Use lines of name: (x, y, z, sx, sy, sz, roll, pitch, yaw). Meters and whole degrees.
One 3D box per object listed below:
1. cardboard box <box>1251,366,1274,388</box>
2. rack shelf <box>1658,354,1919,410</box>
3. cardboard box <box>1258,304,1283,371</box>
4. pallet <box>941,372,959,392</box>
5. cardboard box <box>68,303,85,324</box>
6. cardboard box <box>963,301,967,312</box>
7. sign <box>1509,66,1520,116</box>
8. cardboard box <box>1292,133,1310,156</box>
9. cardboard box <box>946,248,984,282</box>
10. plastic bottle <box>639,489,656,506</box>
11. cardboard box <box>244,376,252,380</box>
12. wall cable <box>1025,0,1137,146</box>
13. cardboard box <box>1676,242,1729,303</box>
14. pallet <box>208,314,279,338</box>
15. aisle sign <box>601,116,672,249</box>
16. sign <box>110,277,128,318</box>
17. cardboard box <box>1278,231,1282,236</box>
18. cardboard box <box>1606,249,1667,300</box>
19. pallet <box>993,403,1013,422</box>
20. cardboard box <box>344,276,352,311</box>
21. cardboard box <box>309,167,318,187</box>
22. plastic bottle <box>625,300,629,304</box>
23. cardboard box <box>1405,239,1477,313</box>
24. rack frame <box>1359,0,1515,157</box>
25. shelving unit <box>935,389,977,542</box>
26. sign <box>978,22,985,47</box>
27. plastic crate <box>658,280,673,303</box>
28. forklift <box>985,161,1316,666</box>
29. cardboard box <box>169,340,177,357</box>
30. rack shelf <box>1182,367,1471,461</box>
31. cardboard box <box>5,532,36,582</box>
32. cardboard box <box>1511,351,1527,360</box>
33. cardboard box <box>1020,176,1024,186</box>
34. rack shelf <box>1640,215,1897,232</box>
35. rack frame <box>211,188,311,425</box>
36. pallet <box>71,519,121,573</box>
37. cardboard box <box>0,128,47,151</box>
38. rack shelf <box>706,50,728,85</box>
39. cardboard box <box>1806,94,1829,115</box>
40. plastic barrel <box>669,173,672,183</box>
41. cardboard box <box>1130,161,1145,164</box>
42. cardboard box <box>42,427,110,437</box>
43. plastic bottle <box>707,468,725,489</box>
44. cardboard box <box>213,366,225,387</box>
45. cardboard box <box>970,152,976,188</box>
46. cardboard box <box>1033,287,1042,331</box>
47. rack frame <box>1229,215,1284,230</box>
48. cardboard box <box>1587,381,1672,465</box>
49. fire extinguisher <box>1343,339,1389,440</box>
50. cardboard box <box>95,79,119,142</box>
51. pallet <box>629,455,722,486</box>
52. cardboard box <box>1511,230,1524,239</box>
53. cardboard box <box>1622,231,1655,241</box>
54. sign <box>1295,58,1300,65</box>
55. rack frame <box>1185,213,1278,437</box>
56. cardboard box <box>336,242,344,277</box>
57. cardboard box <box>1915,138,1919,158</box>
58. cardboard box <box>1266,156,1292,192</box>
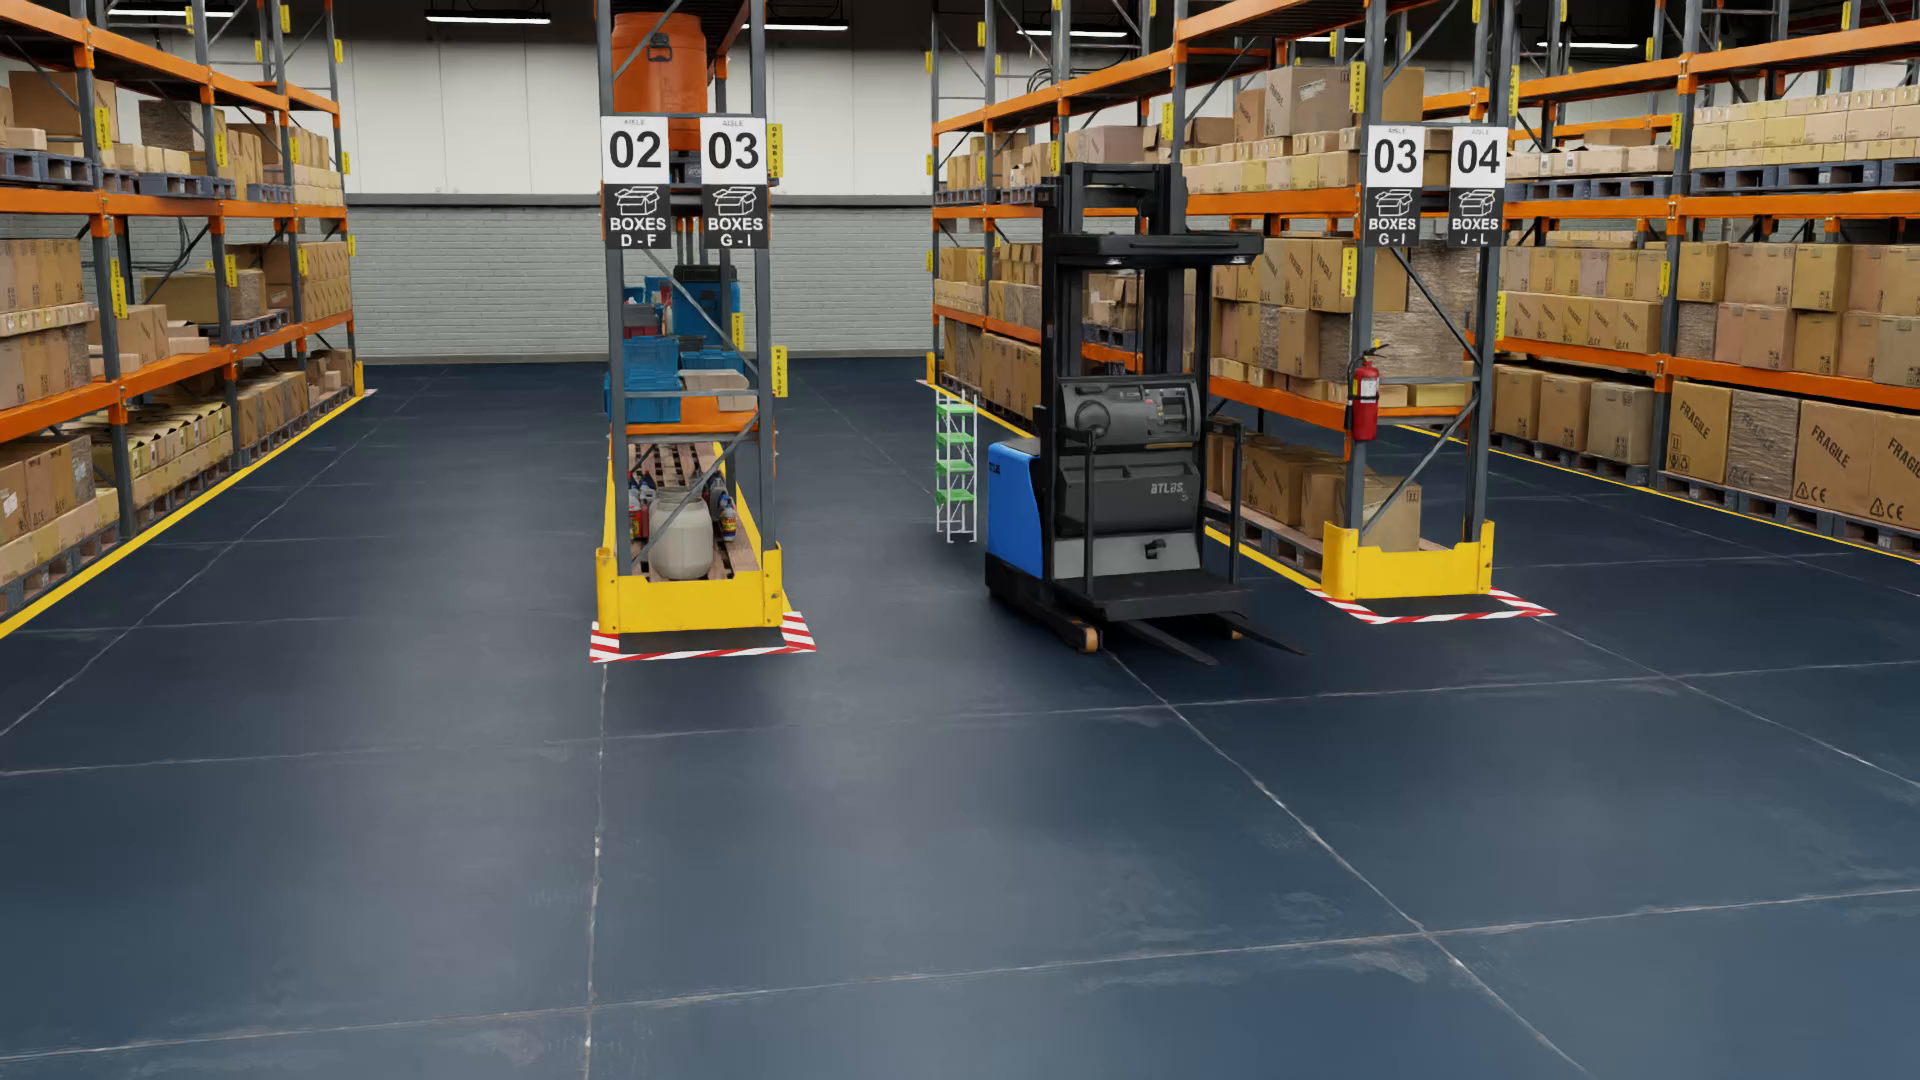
cardboard box: (2.518, -1.287, 13.106, 0.380, 0.149, 0.250, -2, 11, -11)
rack shelf: (7.666, -1.269, 14.267, 1.077, 0.370, 4.000, -2, 11, -11)
cardboard box: (2.821, -1.572, 12.869, 0.875, 0.500, 0.500, -2, 11, -11)
pallet: (0.291, -2.515, 26.345, 1.003, 0.211, 1.213, -2, 11, -11)
cardboard box: (-7.016, -1.748, 12.857, 0.380, 0.149, 0.250, -2, 11, -12)
cardboard box: (0.255, -3.404, 24.231, 0.380, 0.149, 0.250, -2, 11, -10)
sign: (3.703, -3.017, 11.163, 0.100, 0.325, 0.005, -2, 11, -11)
cardboard box: (2.642, -2.873, 12.079, 0.380, 0.149, 0.250, -2, 11, -11)
cardboard box: (0.091, -4.185, 25.262, 0.500, 0.500, 0.500, -2, 11, -13)
plastic bottle: (-2.456, -0.260, 13.147, 0.152, 0.276, 0.135, -2, 11, -11)
cardboard box: (-8.912, -1.728, 20.264, 0.500, 0.500, 0.500, -2, 11, -10)
wall cable: (2.340, -9.718, 32.085, 2.277, 5.999, 0.120, -2, 11, -11)
cardboard box: (7.315, -2.525, 15.649, 0.875, 0.550, 0.550, -2, 11, -11)
pallet: (-8.486, -2.464, 19.133, 1.003, 0.211, 1.213, -2, 11, -11)
aisle sign: (-1.965, -2.167, 10.106, 0.394, 0.787, 0.004, -2, 11, -11)
sign: (-6.781, -1.953, 13.406, 0.100, 0.325, 0.005, -2, 11, -11)
cardboard box: (5.057, -4.503, 25.595, 0.500, 0.500, 0.500, -2, 11, -13)
cardboard box: (7.073, -2.715, 16.996, 0.700, 0.500, 0.500, -2, 11, -12)
pallet: (1.061, -1.786, 22.517, 1.003, 0.211, 1.213, -2, 11, -11)
cardboard box: (-9.305, -3.646, 24.561, 0.500, 0.500, 0.500, -2, 11, -9)
cardboard box: (-8.917, -4.863, 22.264, 0.500, 0.250, 0.500, -2, 11, -11)
plastic bottle: (-4.015, -2.714, 20.067, 0.144, 0.351, 0.185, -2, 11, -11)
cardboard box: (3.331, -1.891, 11.873, 0.500, 0.500, 0.500, -2, 11, -11)
rack frame: (3.170, -4.041, 10.861, 1.000, 3.000, 0.127, -2, 11, -11)
shelving unit: (-0.032, -0.620, 13.744, 0.258, 1.200, 0.503, -2, 11, -11)
sign: (0.287, -6.763, 22.240, 0.100, 0.325, 0.005, -2, 11, -11)
plastic crate: (-3.949, -3.349, 22.935, 0.402, 0.464, 0.583, -2, 11, -11)
forklift: (1.149, -0.835, 10.247, 1.130, 2.935, 3.031, -4, 11, -19)
cardboard box: (-7.800, -1.846, 16.047, 0.380, 0.149, 0.250, -1, 11, -7)
rack shelf: (2.782, -1.107, 13.416, 1.077, 0.370, 4.000, -2, 11, -11)
cardboard box: (-6.631, 0.120, 11.273, 0.500, 0.250, 0.500, -2, 11, -11)
cardboard box: (10.006, -3.219, 28.316, 0.875, 0.438, 0.875, -3, 11, -13)
cardboard box: (0.979, -4.573, 21.225, 0.380, 0.149, 0.250, -3, 11, -13)
rack shelf: (10.946, -4.409, 22.738, 1.077, 0.370, 4.000, -2, 11, -11)
rack frame: (-8.881, -2.935, 21.096, 1.000, 3.000, 0.127, -2, 11, -11)
pallet: (-7.212, 0.049, 12.873, 1.003, 0.211, 1.213, -2, 11, -11)
cardboard box: (-6.823, -2.882, 11.968, 0.380, 0.149, 0.250, -2, 11, -11)
rack shelf: (-2.855, -4.412, 15.801, 1.077, 0.370, 4.000, -2, 11, -11)
cardboard box: (7.311, -3.629, 13.865, 0.380, 0.149, 0.250, -2, 11, -11)
plastic barrel: (-2.778, -3.453, 14.451, 0.600, 0.901, 0.708, -2, 11, -11)
cardboard box: (1.930, -3.733, 16.766, 0.380, 0.166, 0.250, -2, 11, -13)
cardboard box: (-7.887, -0.850, 14.869, 0.500, 0.311, 0.500, -2, 11, -11)
plastic bottle: (-2.021, -0.419, 13.786, 0.144, 0.351, 0.185, -3, 11, -14)
cardboard box: (-8.734, -1.919, 19.259, 0.500, 0.250, 0.500, -2, 11, -12)
cardboard box: (0.525, -5.313, 23.908, 0.700, 0.500, 0.500, -2, 11, -8)
cardboard box: (1.184, -2.783, 20.031, 0.500, 0.500, 0.500, -2, 11, -12)
rack frame: (4.943, -4.190, 27.690, 1.000, 3.000, 0.127, -2, 11, -11)
cardboard box: (7.068, -1.201, 16.879, 1.050, 0.750, 0.750, -2, 11, -11)
fire extinguisher: (2.741, -1.018, 11.231, 0.296, 0.674, 0.183, -2, 11, -11)
cardboard box: (-7.540, -3.661, 14.157, 0.500, 0.500, 0.500, -1, 11, -6)
pallet: (-2.897, -0.644, 16.518, 1.003, 0.211, 1.213, -2, 11, -11)
cardboard box: (9.577, -5.173, 28.174, 0.380, 0.149, 0.250, -2, 11, -10)
cardboard box: (10.185, -4.559, 24.951, 0.380, 0.149, 0.250, -2, 11, -12)
sign: (5.492, -7.691, 27.113, 0.100, 0.325, 0.005, -2, 11, -11)
rack frame: (2.393, -1.828, 15.276, 1.000, 3.000, 0.127, -2, 11, -11)
cardboard box: (-9.204, -4.045, 23.984, 0.500, 0.500, 0.500, -2, 11, -9)
cardboard box: (7.559, -3.003, 12.712, 0.380, 0.149, 0.250, -2, 11, -10)
cardboard box: (2.636, -2.759, 12.547, 0.500, 0.250, 0.500, -2, 11, -10)
